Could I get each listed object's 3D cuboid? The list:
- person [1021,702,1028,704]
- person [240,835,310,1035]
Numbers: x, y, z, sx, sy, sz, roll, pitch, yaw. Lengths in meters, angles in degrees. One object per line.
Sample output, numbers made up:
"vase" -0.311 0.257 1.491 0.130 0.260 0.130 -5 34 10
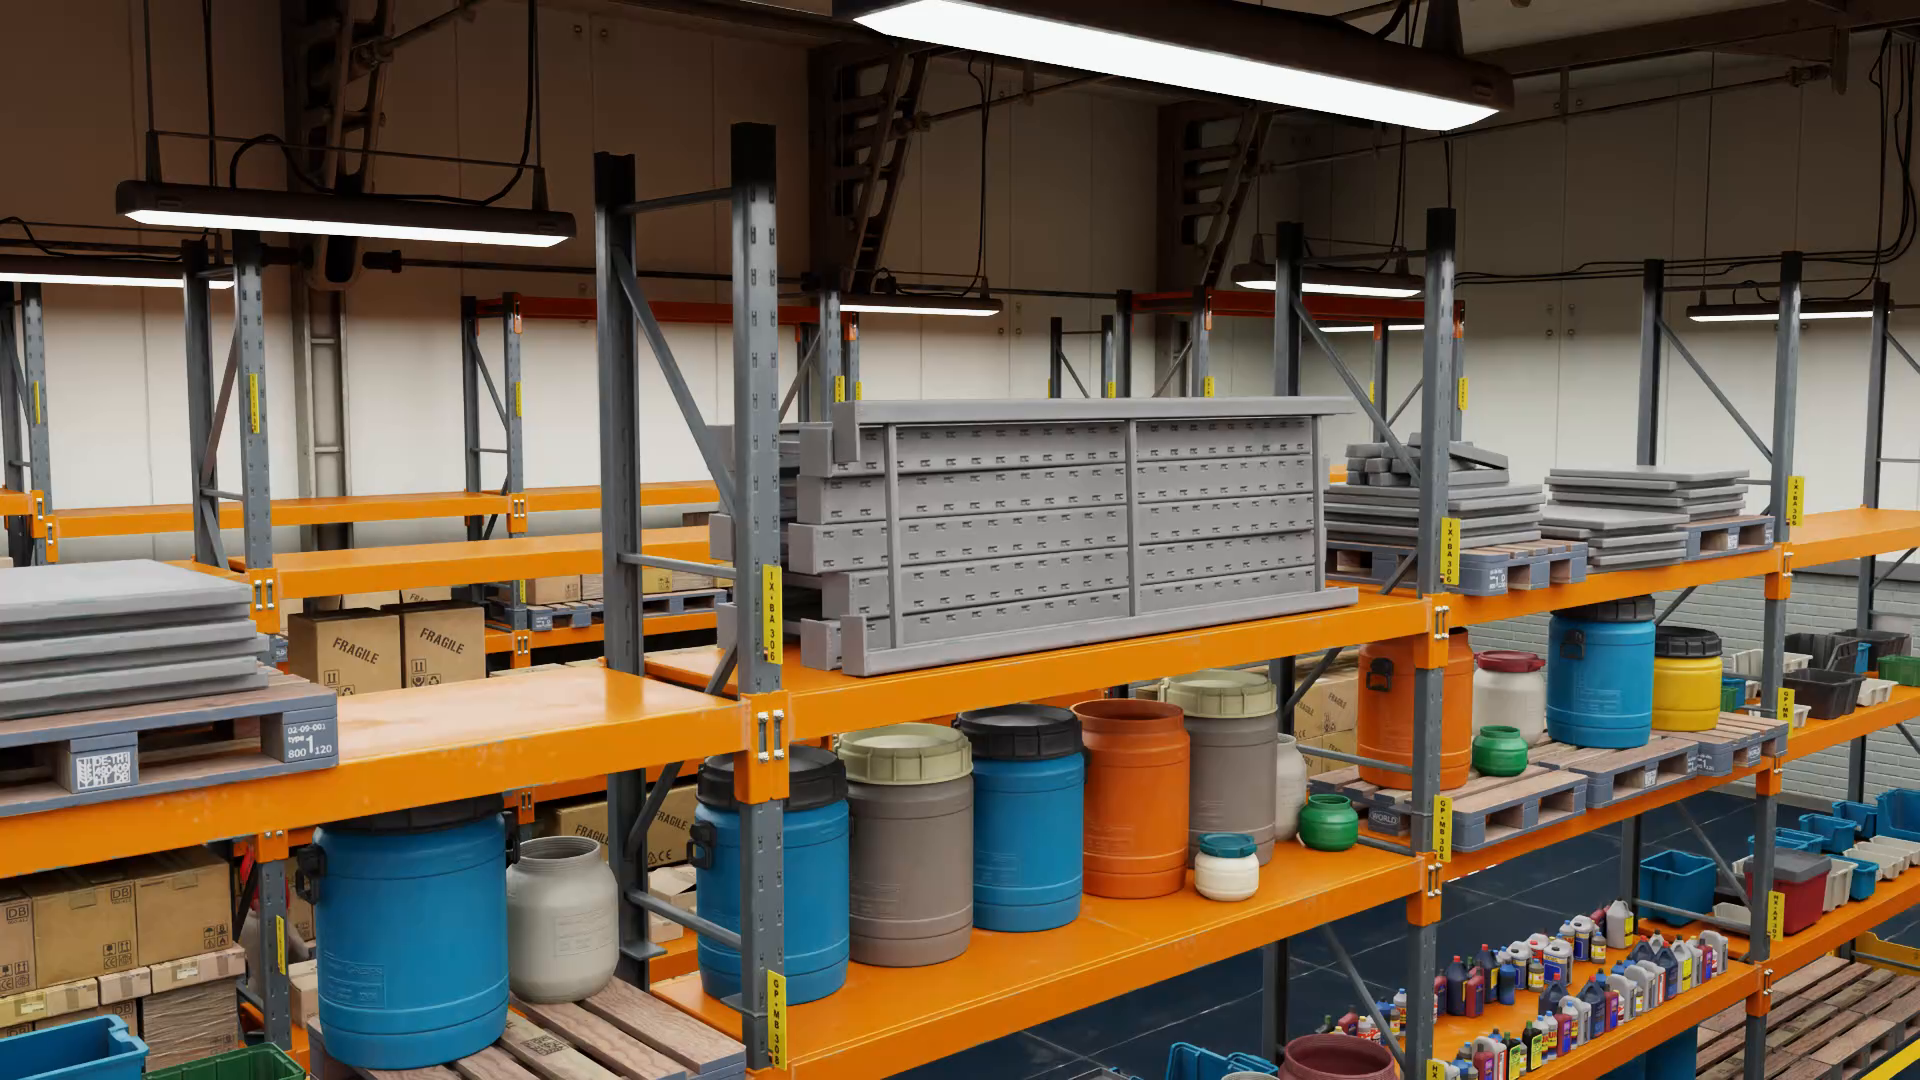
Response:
"person" 0.563 2.574 18.697 0.446 1.719 0.535 2 6 21
"person" -5.427 3.072 13.110 0.448 1.756 0.536 0 5 -4
